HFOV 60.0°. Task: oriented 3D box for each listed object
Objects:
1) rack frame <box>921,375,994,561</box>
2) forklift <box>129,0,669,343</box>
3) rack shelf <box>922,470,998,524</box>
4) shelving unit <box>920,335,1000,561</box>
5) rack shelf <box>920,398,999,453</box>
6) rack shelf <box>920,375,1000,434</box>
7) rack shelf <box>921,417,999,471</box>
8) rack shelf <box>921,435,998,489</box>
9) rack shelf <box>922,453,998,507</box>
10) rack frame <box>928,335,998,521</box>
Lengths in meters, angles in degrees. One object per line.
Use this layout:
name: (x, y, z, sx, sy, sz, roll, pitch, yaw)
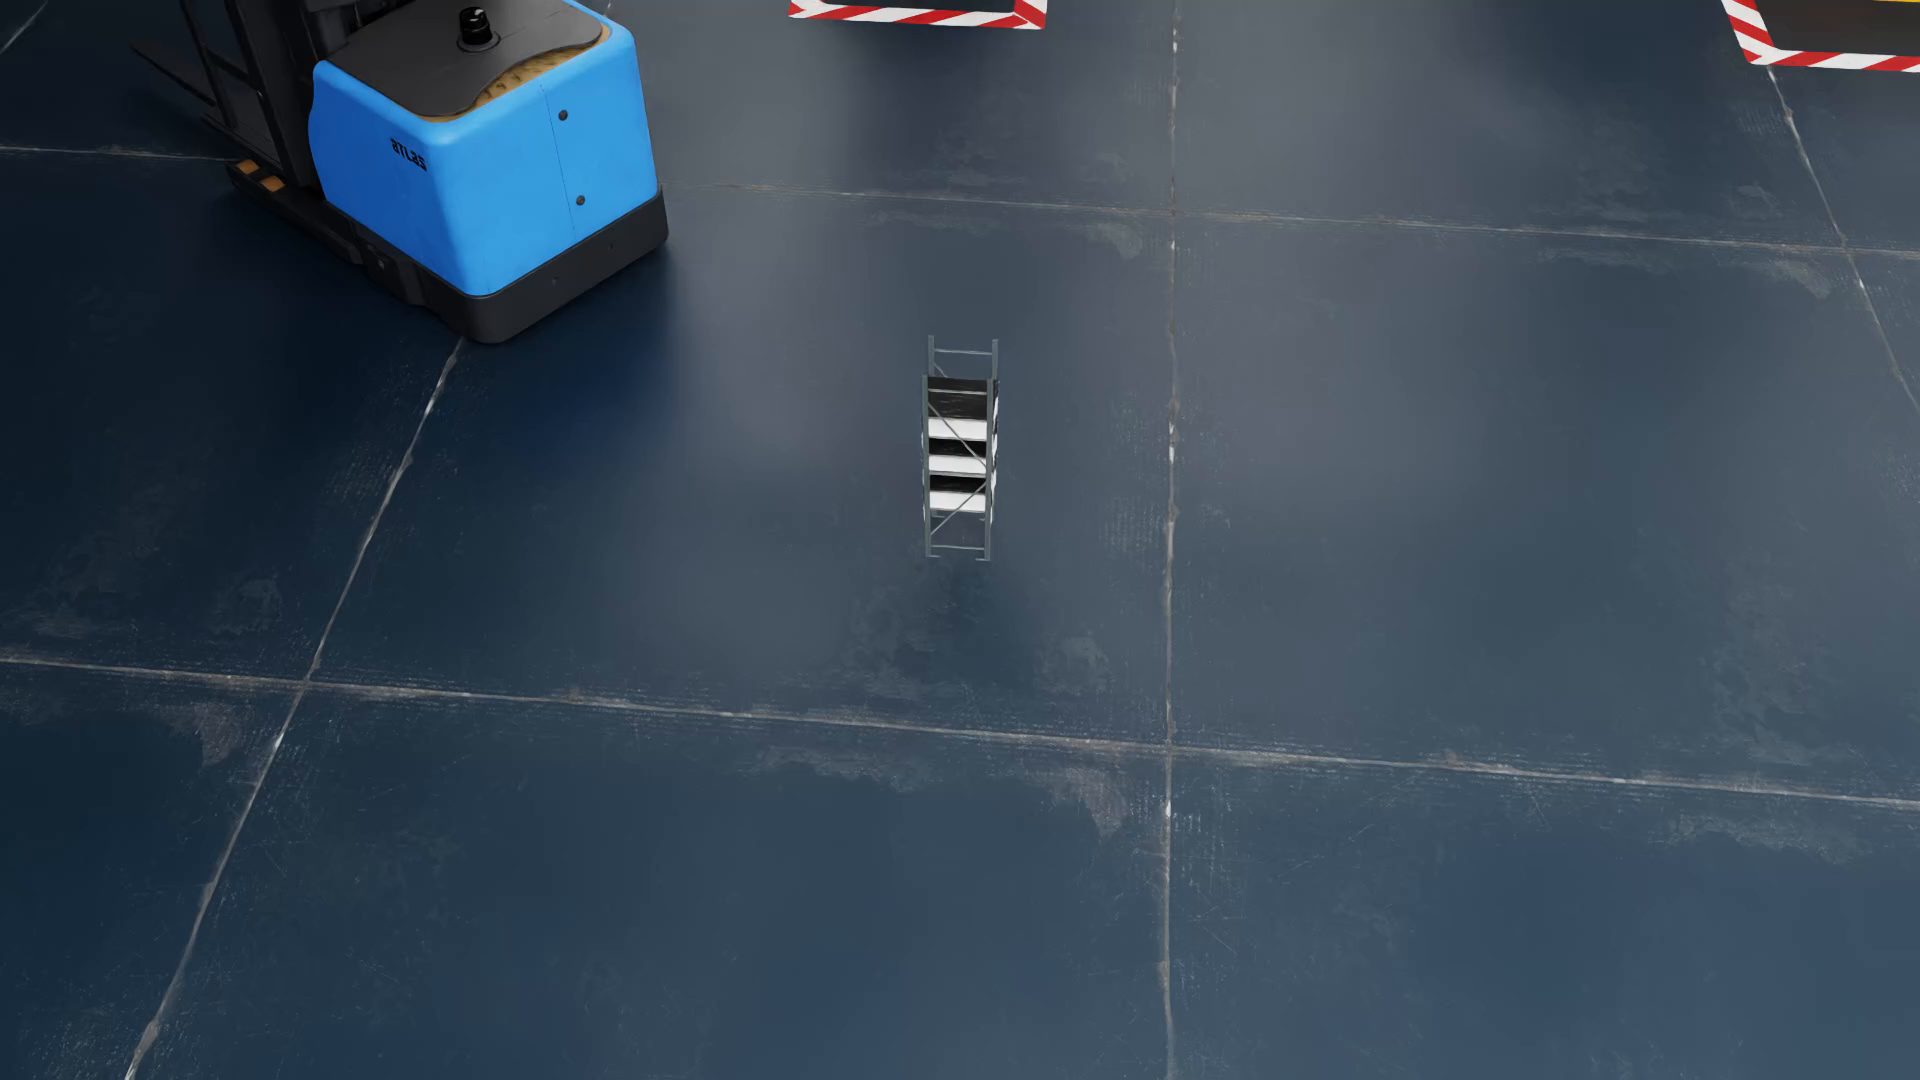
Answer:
rack frame: (-0.009, -0.235, 5.855, 0.240, 0.900, 0.006, 4, 48, 4)
forklift: (-2.738, -2.749, 6.778, 3.031, 2.935, 1.130, 33, 55, 26)
rack shelf: (0.001, -0.166, 6.081, 0.258, 0.077, 0.200, 4, 48, 4)
shelving unit: (0.001, -0.310, 5.923, 0.258, 0.900, 0.210, 4, 48, 4)
rack shelf: (0.001, -0.409, 5.815, 0.258, 0.077, 0.200, 4, 48, 4)
rack shelf: (0.001, -0.469, 5.749, 0.258, 0.077, 0.200, 4, 48, 4)
rack shelf: (0.001, -0.348, 5.882, 0.258, 0.077, 0.200, 4, 48, 4)
rack shelf: (0.001, -0.287, 5.948, 0.258, 0.077, 0.200, 4, 48, 4)
rack shelf: (0.001, -0.226, 6.014, 0.258, 0.077, 0.200, 4, 48, 4)
rack frame: (0.010, -0.384, 5.992, 0.240, 0.900, 0.006, 4, 48, 4)
